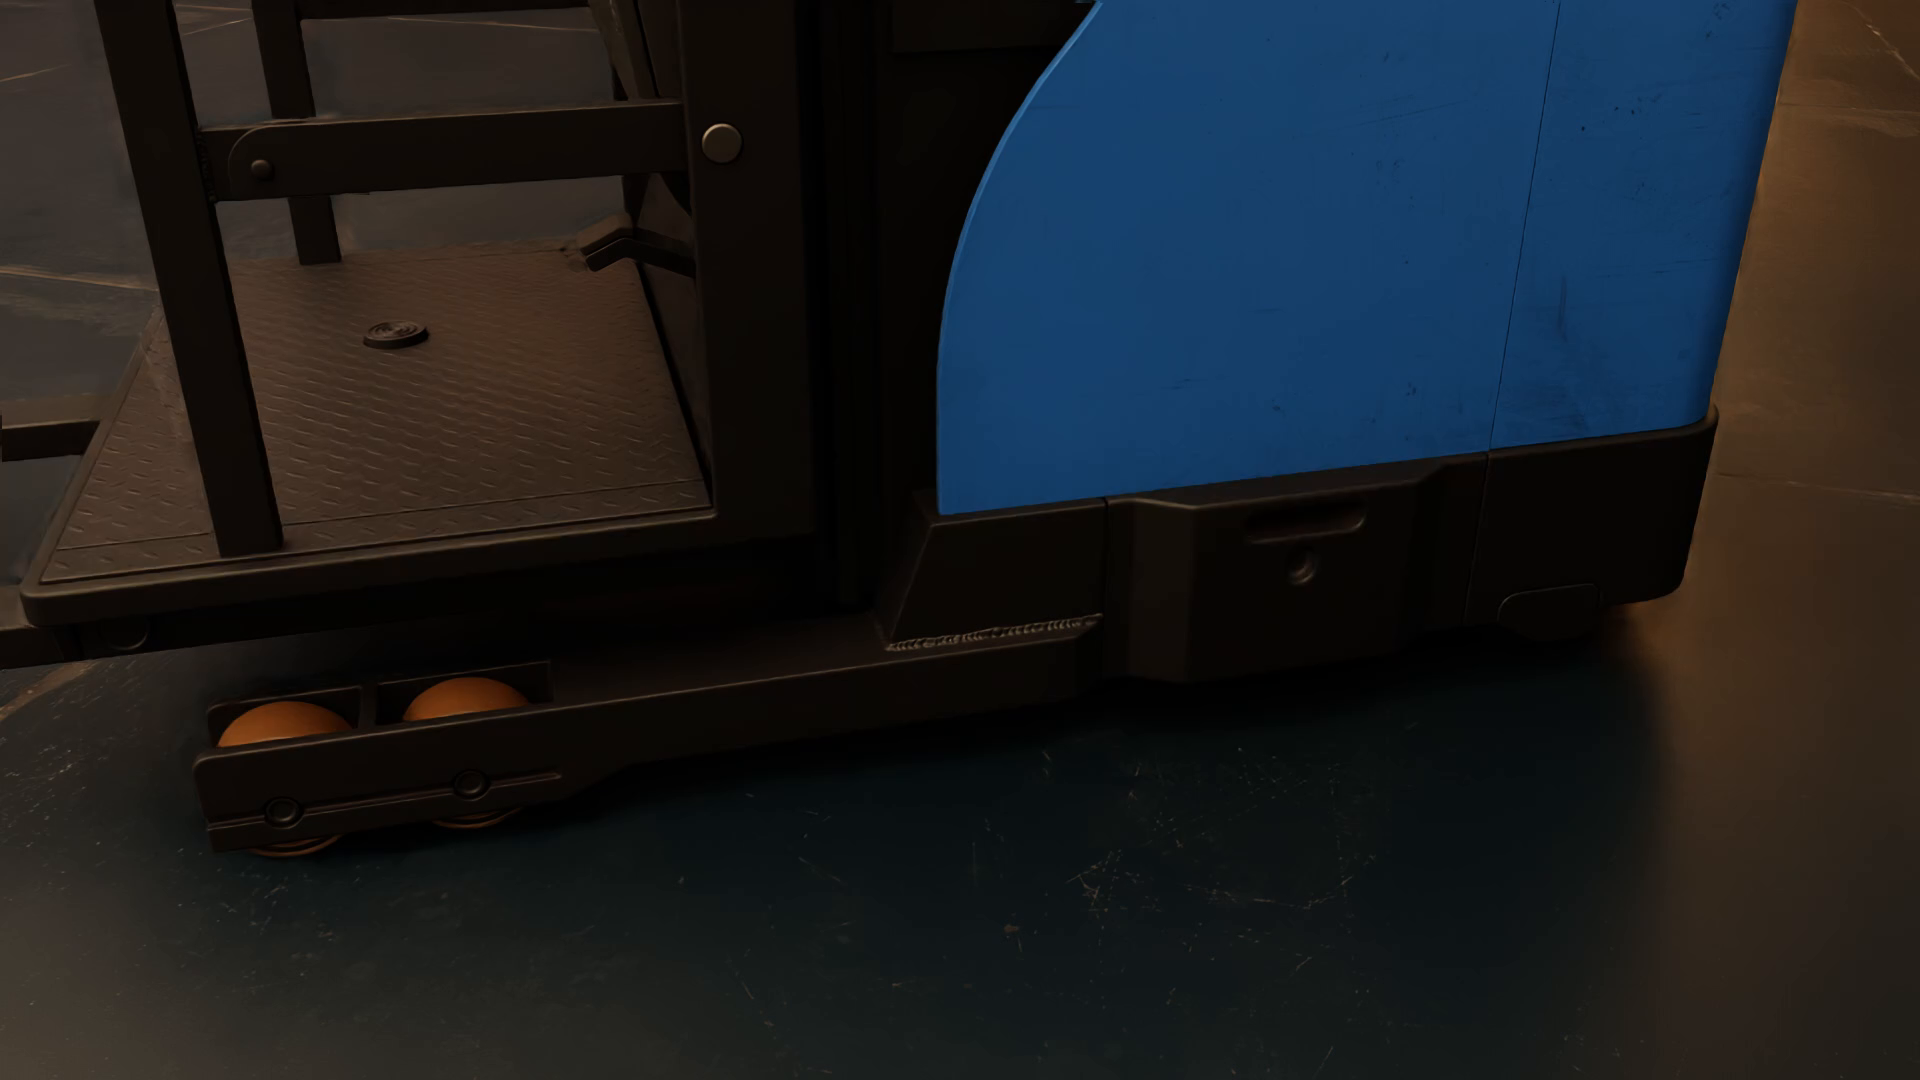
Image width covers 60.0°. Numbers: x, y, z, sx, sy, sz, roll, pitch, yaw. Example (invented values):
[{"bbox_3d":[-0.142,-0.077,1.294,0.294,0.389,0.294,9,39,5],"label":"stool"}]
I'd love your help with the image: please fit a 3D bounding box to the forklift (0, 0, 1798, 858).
[{"bbox_3d":[-0.593,-1.225,1.676,3.031,2.935,1.130,-7,28,-13],"label":"forklift"}]
